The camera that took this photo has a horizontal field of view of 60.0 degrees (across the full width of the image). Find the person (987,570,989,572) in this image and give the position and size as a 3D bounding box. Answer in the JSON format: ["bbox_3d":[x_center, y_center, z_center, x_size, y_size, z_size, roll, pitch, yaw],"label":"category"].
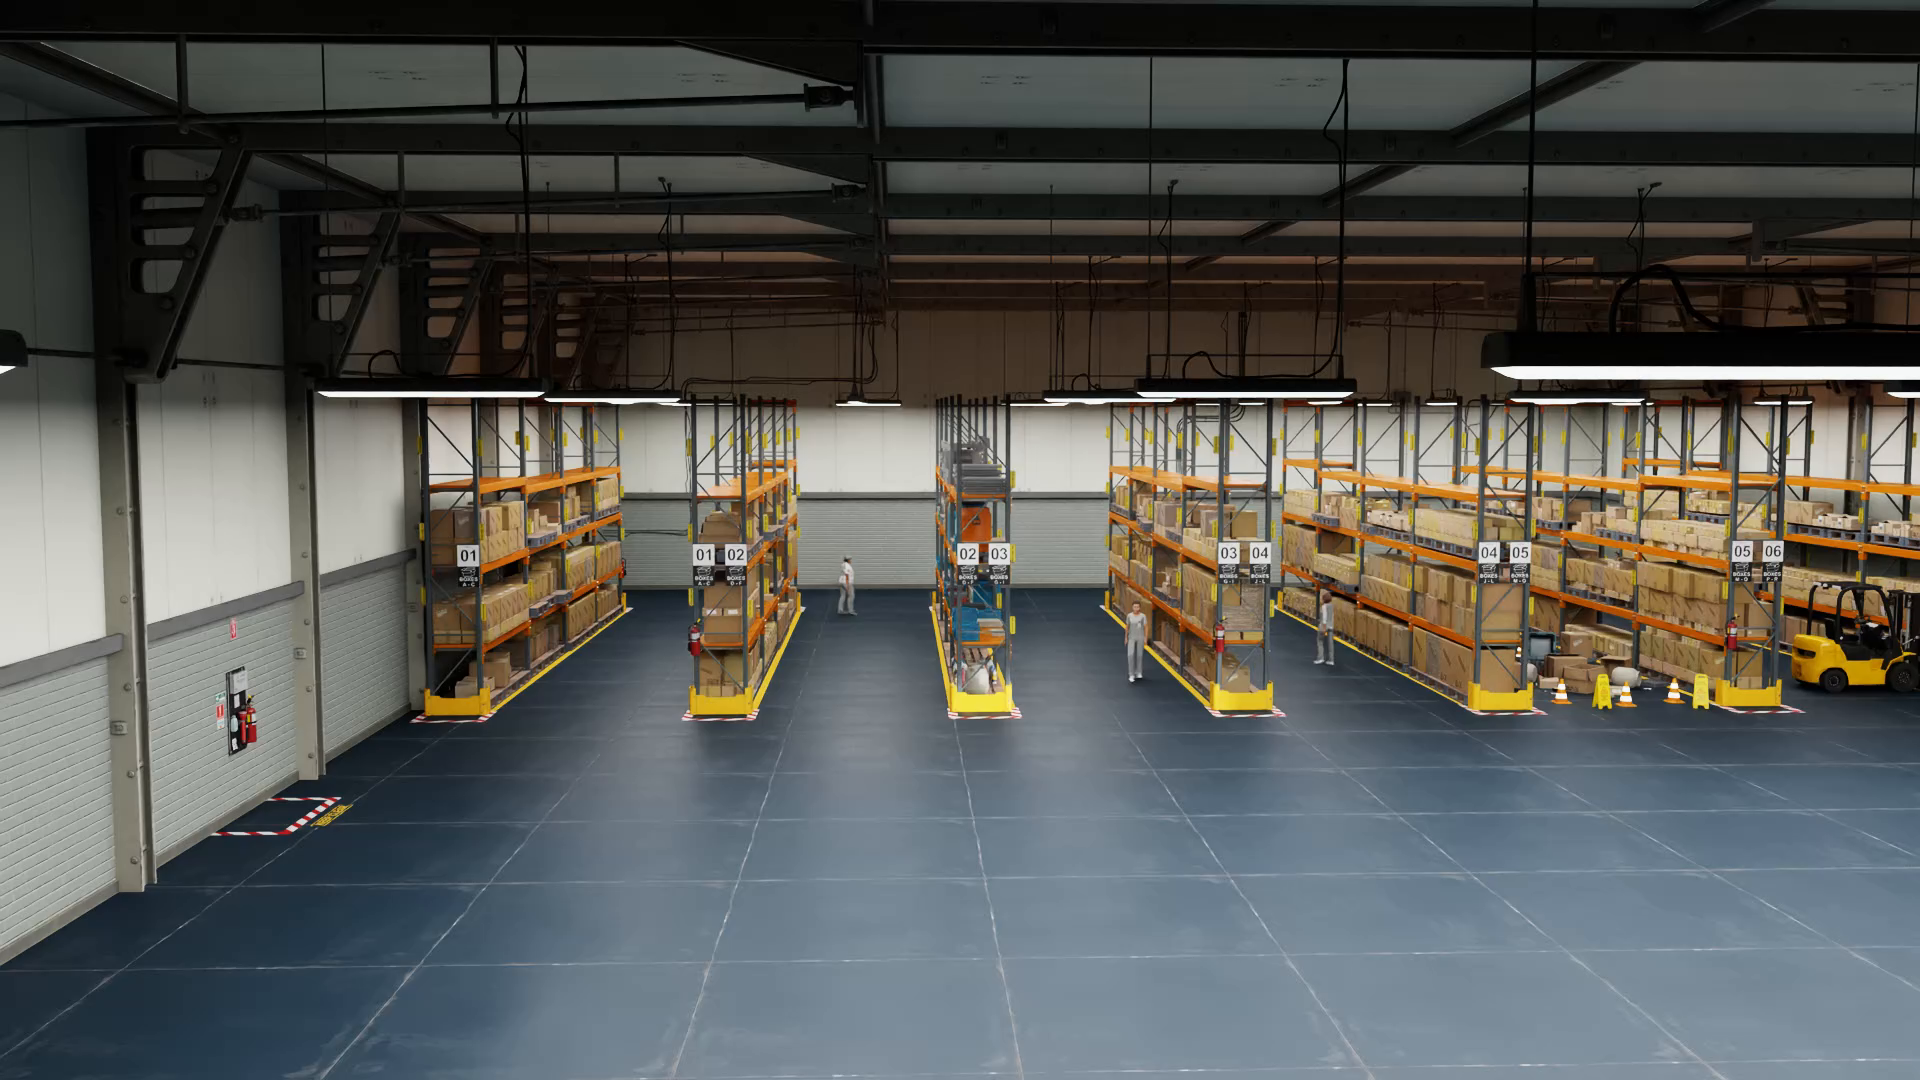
[{"bbox_3d":[0.987,0.977,49.223,0.572,1.728,1.036,-1,5,-12],"label":"person"}]

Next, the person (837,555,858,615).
[{"bbox_3d":[-3.151,1.261,46.423,0.556,1.703,0.519,-2,5,-28],"label":"person"}]

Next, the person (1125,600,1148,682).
[{"bbox_3d":[3.731,2.133,35.202,0.502,1.709,0.581,1,5,13],"label":"person"}]

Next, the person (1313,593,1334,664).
[{"bbox_3d":[8.252,2.009,37.315,0.409,1.617,0.626,-1,5,-16],"label":"person"}]
